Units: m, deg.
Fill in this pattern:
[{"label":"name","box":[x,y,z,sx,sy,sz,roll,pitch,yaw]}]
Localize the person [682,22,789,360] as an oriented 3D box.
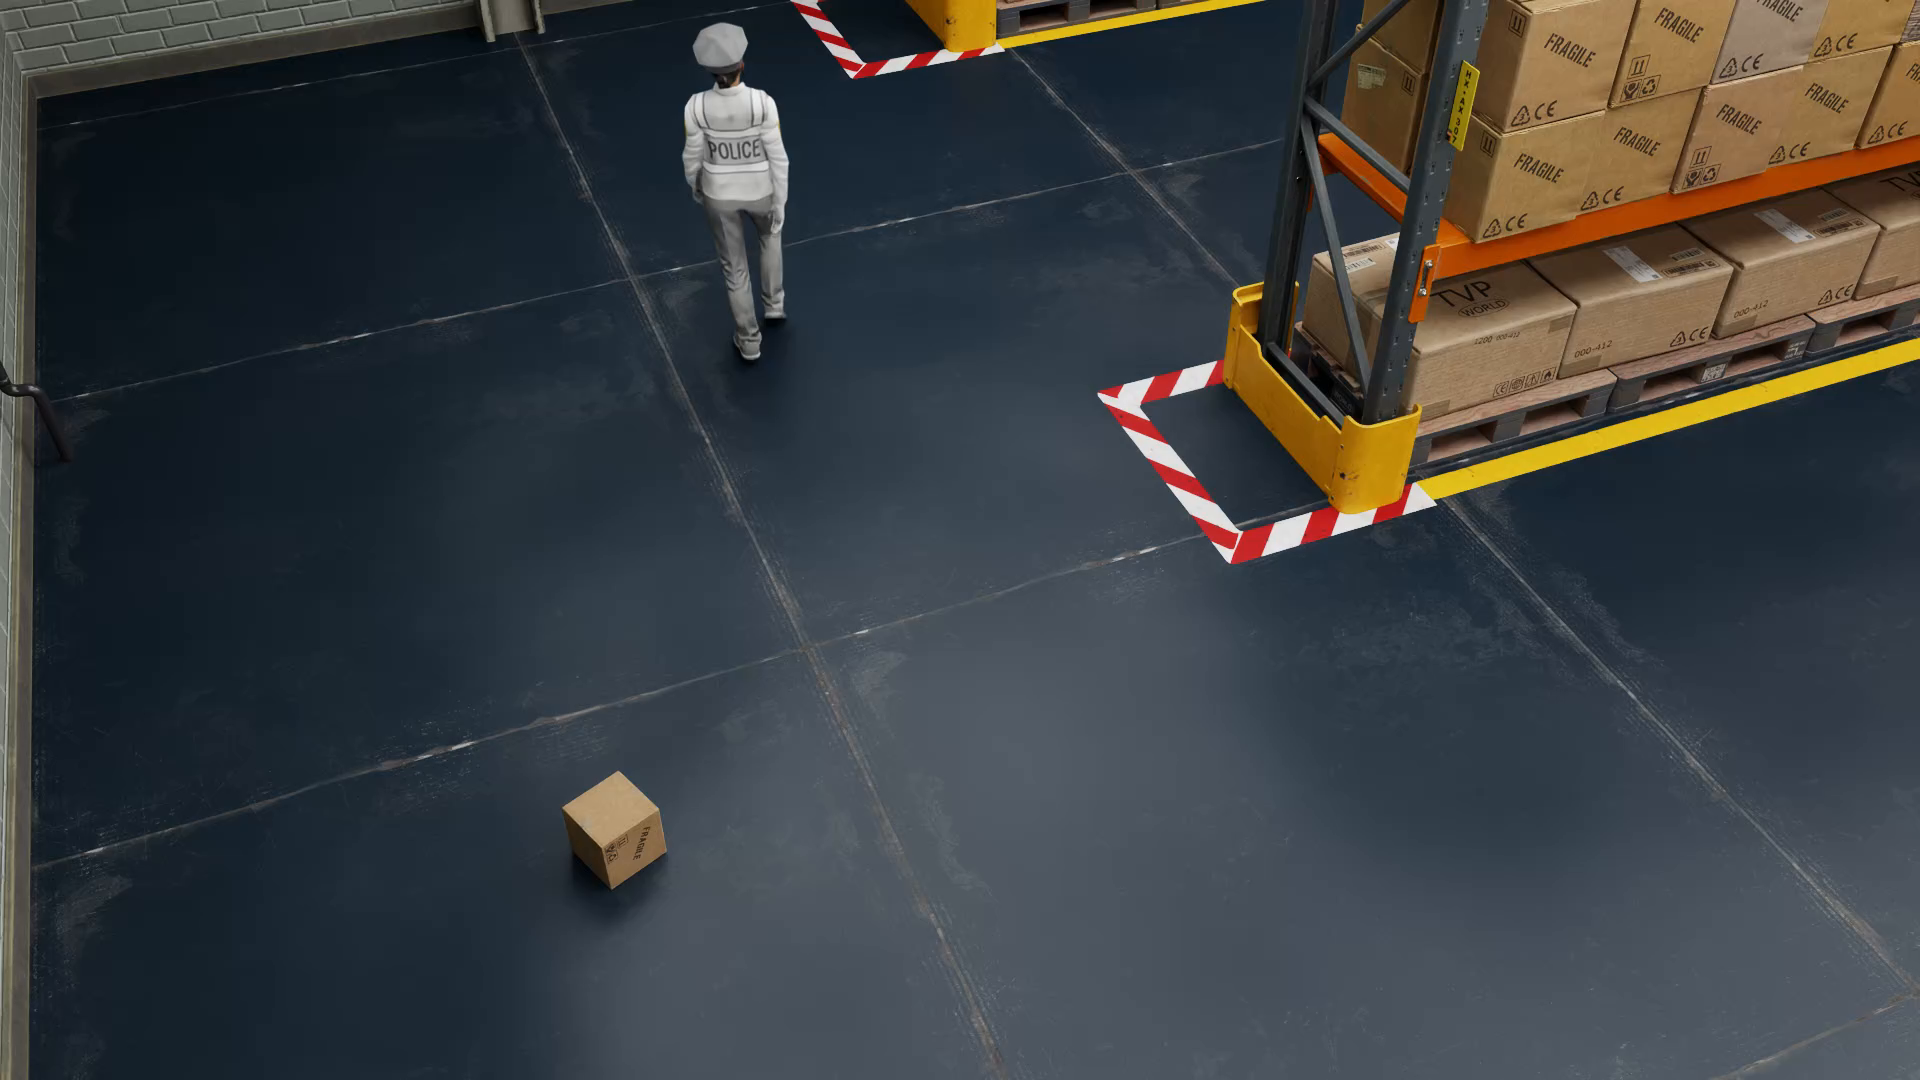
[{"label":"person","box":[-1.063,-1.652,7.982,0.489,1.736,0.499,-7,42,-7]}]
